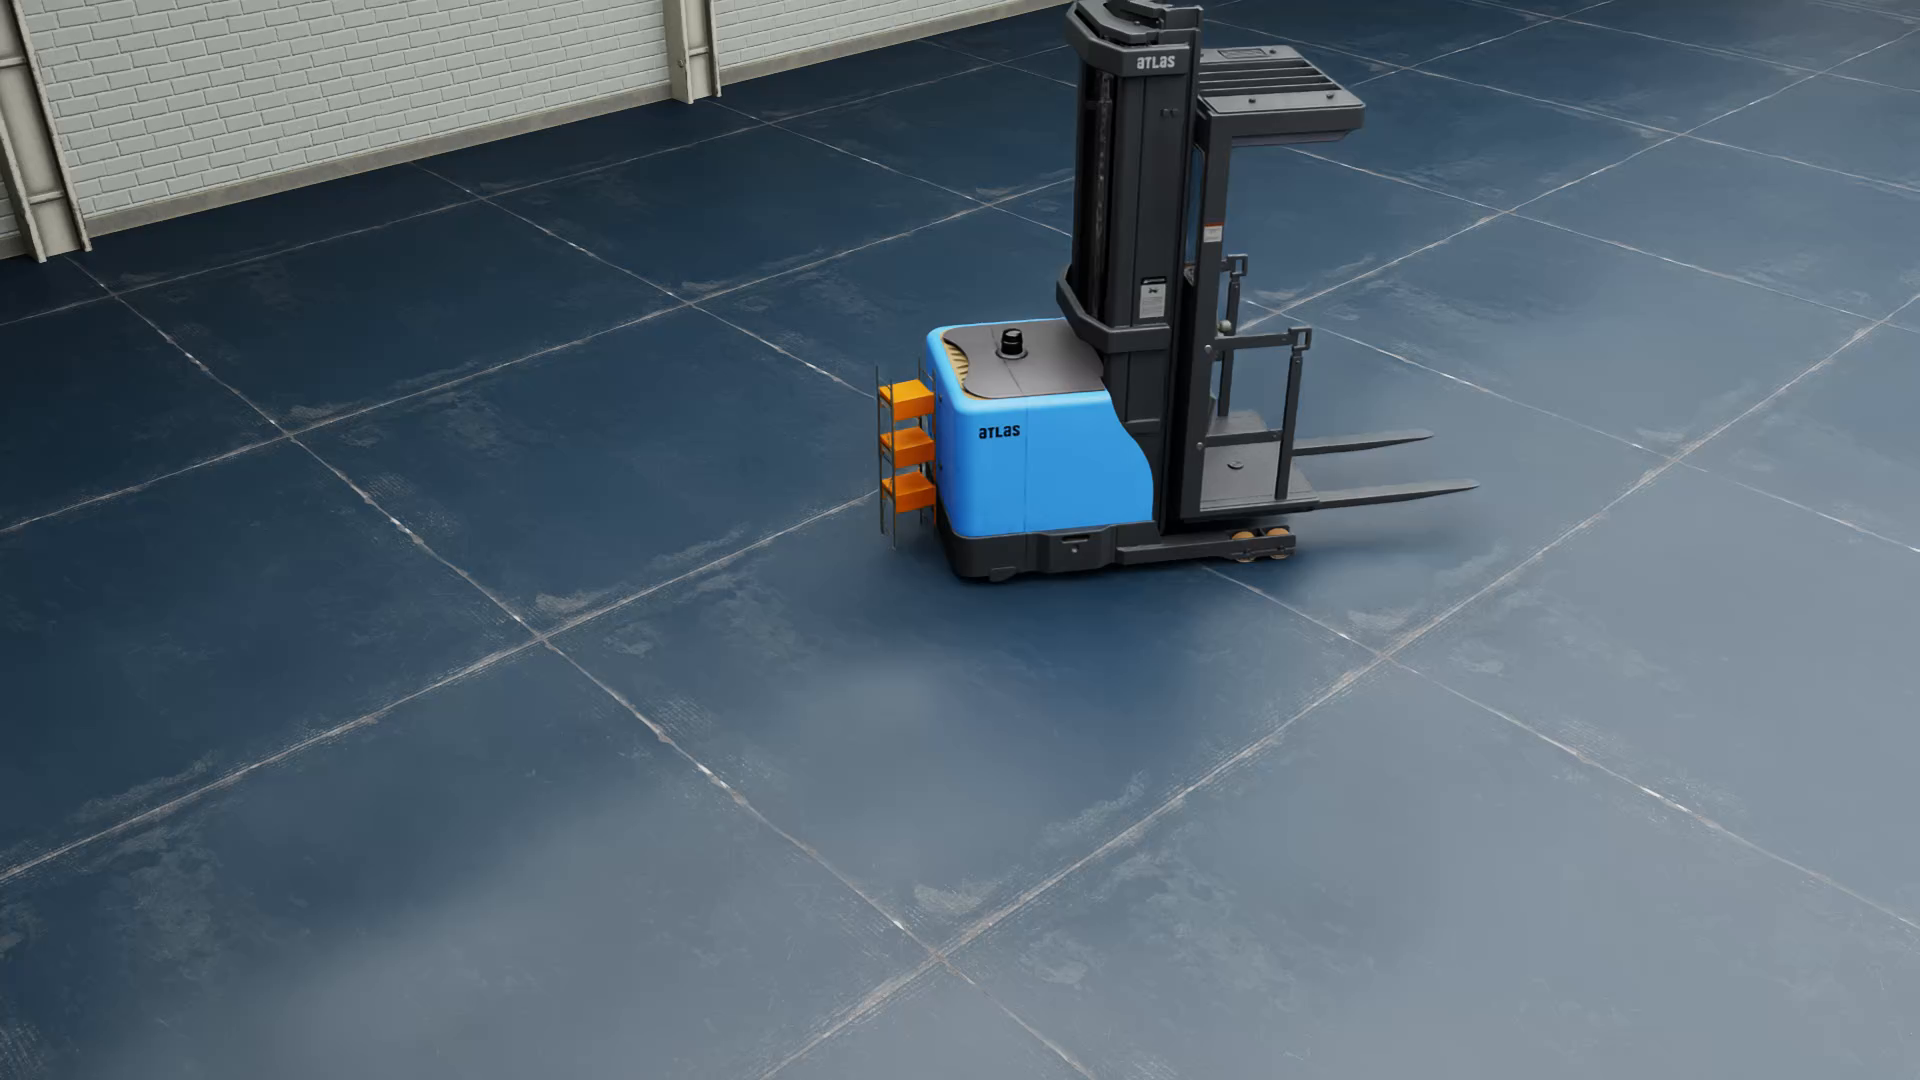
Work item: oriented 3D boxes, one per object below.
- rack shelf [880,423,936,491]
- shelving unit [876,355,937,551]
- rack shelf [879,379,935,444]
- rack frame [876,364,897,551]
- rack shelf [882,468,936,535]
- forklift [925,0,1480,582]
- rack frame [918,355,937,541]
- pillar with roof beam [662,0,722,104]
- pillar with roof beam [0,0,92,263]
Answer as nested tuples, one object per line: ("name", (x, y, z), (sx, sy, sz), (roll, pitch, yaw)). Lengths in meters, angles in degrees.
("rack shelf", (-0.286, -0.452, 9.003), (0.240, 0.259, 0.215), (-14, 34, -22))
("shelving unit", (-0.286, -0.461, 8.997), (0.252, 1.050, 0.215), (-14, 34, -22))
("rack shelf", (-0.286, -0.694, 8.855), (0.240, 0.259, 0.215), (-14, 34, -22))
("rack frame", (-0.395, -0.433, 8.951), (0.008, 1.050, 0.200), (-14, 34, -22))
("rack shelf", (-0.286, -0.215, 9.148), (0.240, 0.259, 0.215), (-14, 34, -22))
("forklift", (1.370, -1.394, 8.720), (3.031, 2.935, 1.130), (-6, 32, -9))
("rack frame", (-0.176, -0.489, 9.043), (0.008, 1.050, 0.200), (-14, 34, -22))
("pillar with roof beam", (0.325, -6.568, 11.366), (0.400, 9.000, 9.100), (-26, 40, -35))
("pillar with roof beam", (-4.075, -4.440, 7.885), (0.400, 9.000, 9.100), (-26, 40, -35))
